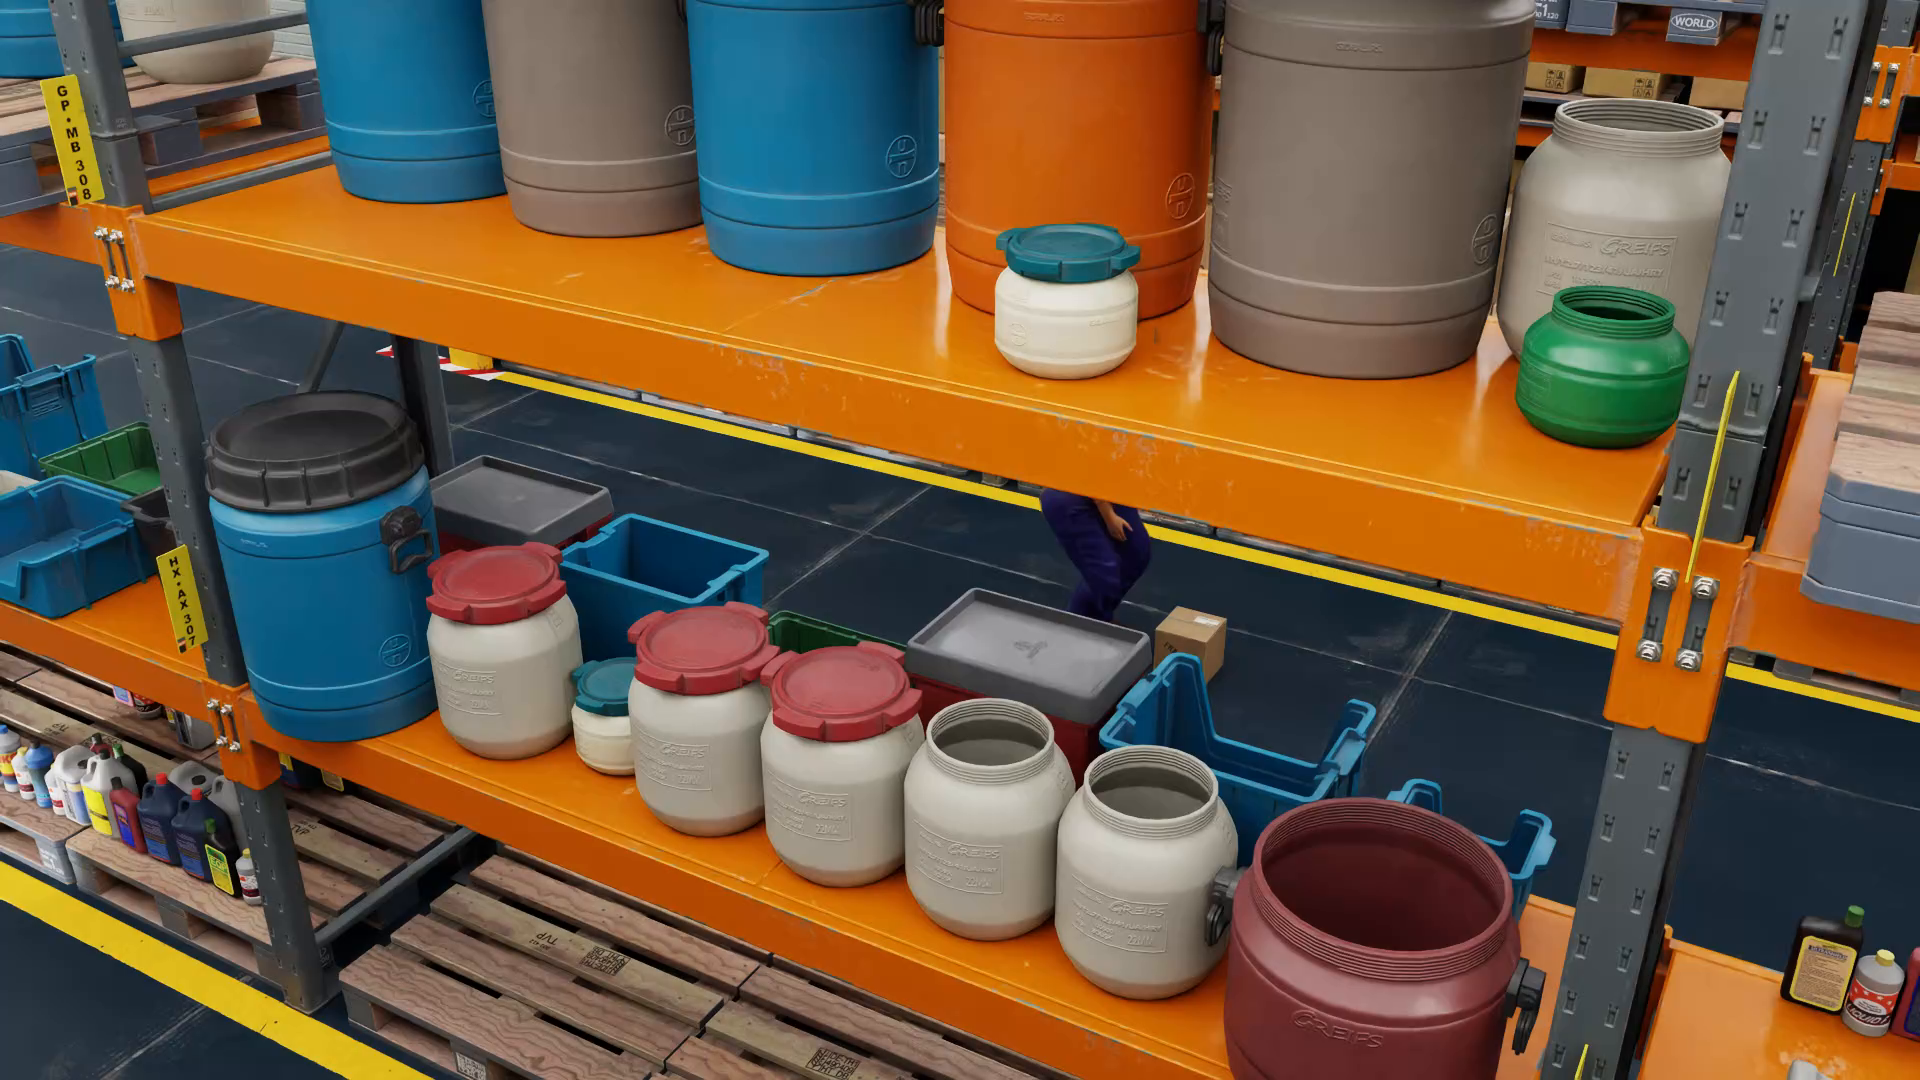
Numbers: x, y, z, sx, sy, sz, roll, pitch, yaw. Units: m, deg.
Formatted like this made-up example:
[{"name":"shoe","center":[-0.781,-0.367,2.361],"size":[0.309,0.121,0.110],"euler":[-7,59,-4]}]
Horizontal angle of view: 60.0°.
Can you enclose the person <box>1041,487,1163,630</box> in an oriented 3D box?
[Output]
[{"name":"person","center":[0.667,-0.186,7.649],"size":[0.507,1.529,0.519],"euler":[15,30,27]}]
